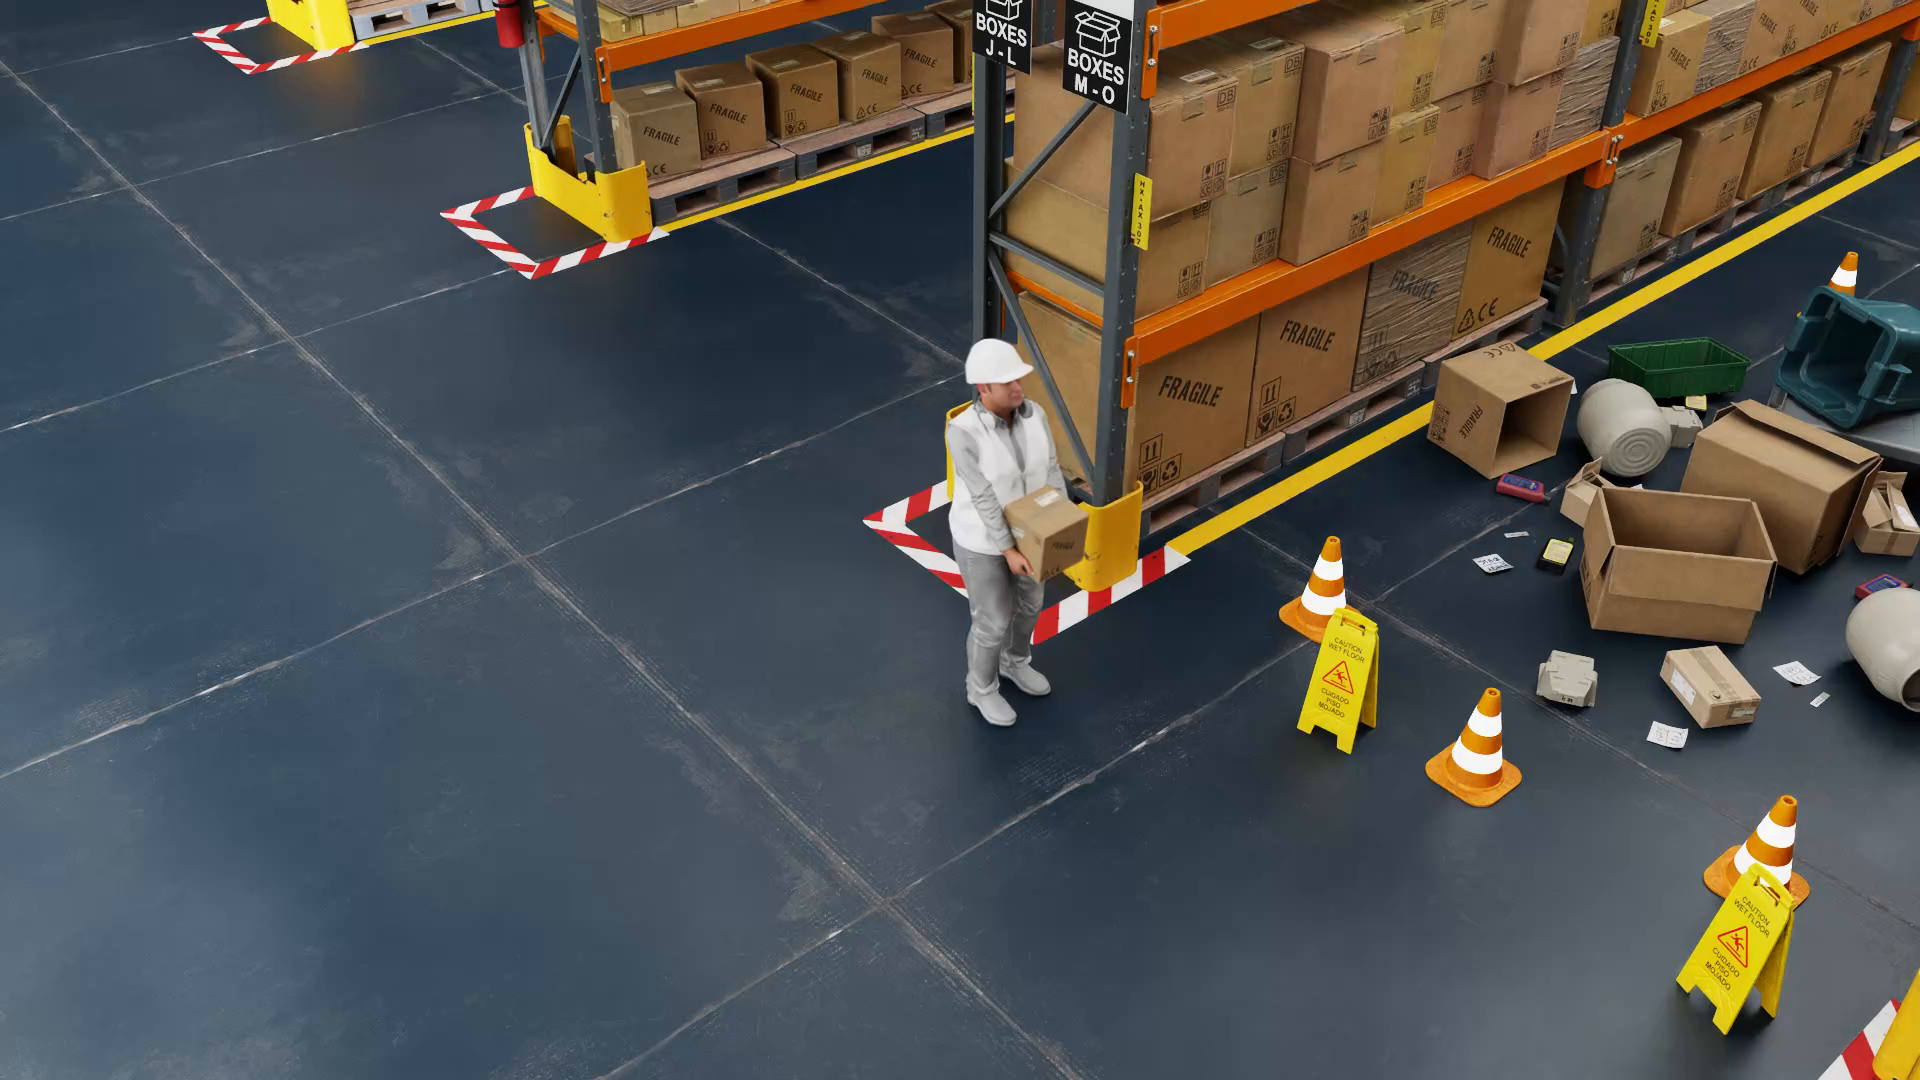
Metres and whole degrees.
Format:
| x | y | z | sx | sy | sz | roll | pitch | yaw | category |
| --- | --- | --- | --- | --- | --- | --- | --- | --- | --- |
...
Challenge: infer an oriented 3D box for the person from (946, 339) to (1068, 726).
| x | y | z | sx | sy | sz | roll | pitch | yaw | category |
| --- | --- | --- | --- | --- | --- | --- | --- | --- | --- |
| 0.238 | -0.027 | 7.054 | 0.494 | 1.706 | 0.556 | -26 | 43 | -31 | person |
